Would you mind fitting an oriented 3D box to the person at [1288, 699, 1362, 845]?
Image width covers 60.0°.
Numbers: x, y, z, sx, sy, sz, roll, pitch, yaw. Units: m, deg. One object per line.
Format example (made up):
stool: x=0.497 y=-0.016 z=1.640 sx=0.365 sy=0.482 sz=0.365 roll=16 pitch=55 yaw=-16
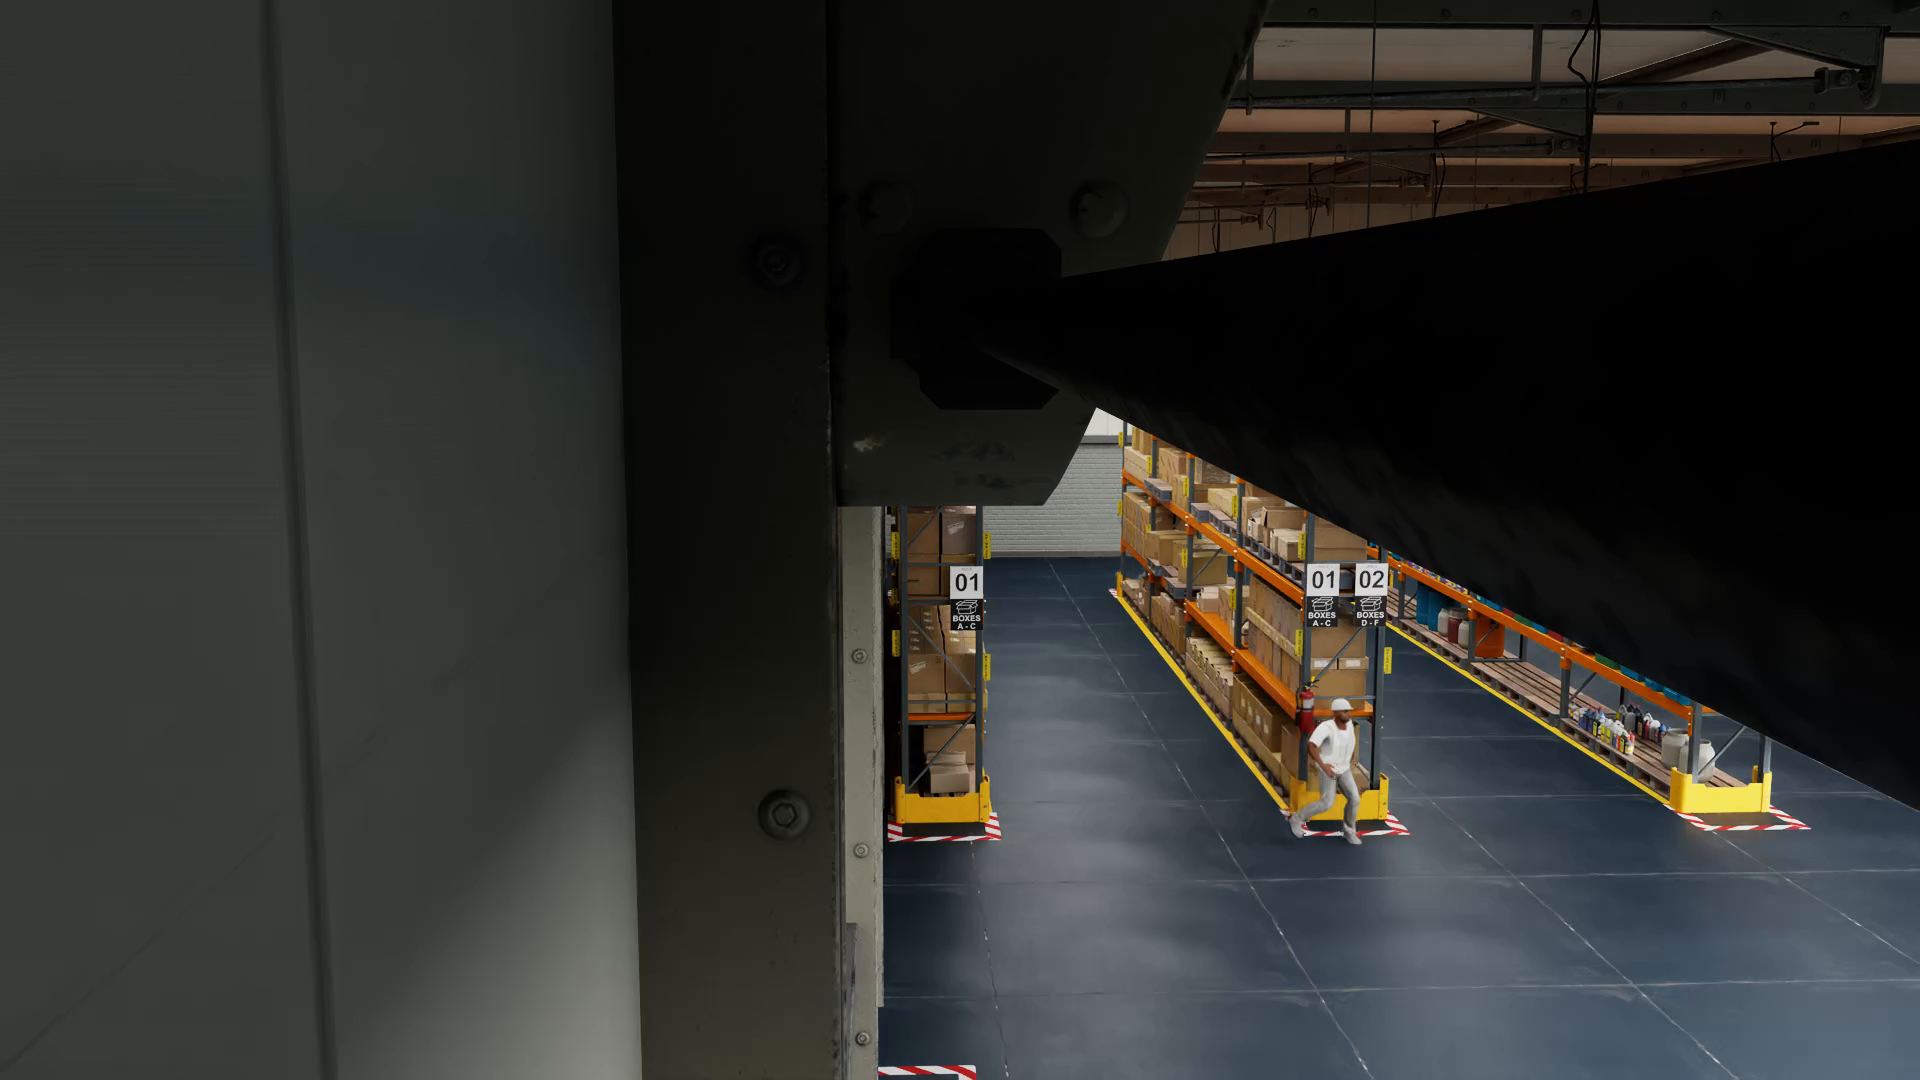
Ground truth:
person: x=4.412 y=2.739 z=19.716 sx=0.904 sy=1.762 sz=0.709 roll=-7 pitch=10 yaw=-40
